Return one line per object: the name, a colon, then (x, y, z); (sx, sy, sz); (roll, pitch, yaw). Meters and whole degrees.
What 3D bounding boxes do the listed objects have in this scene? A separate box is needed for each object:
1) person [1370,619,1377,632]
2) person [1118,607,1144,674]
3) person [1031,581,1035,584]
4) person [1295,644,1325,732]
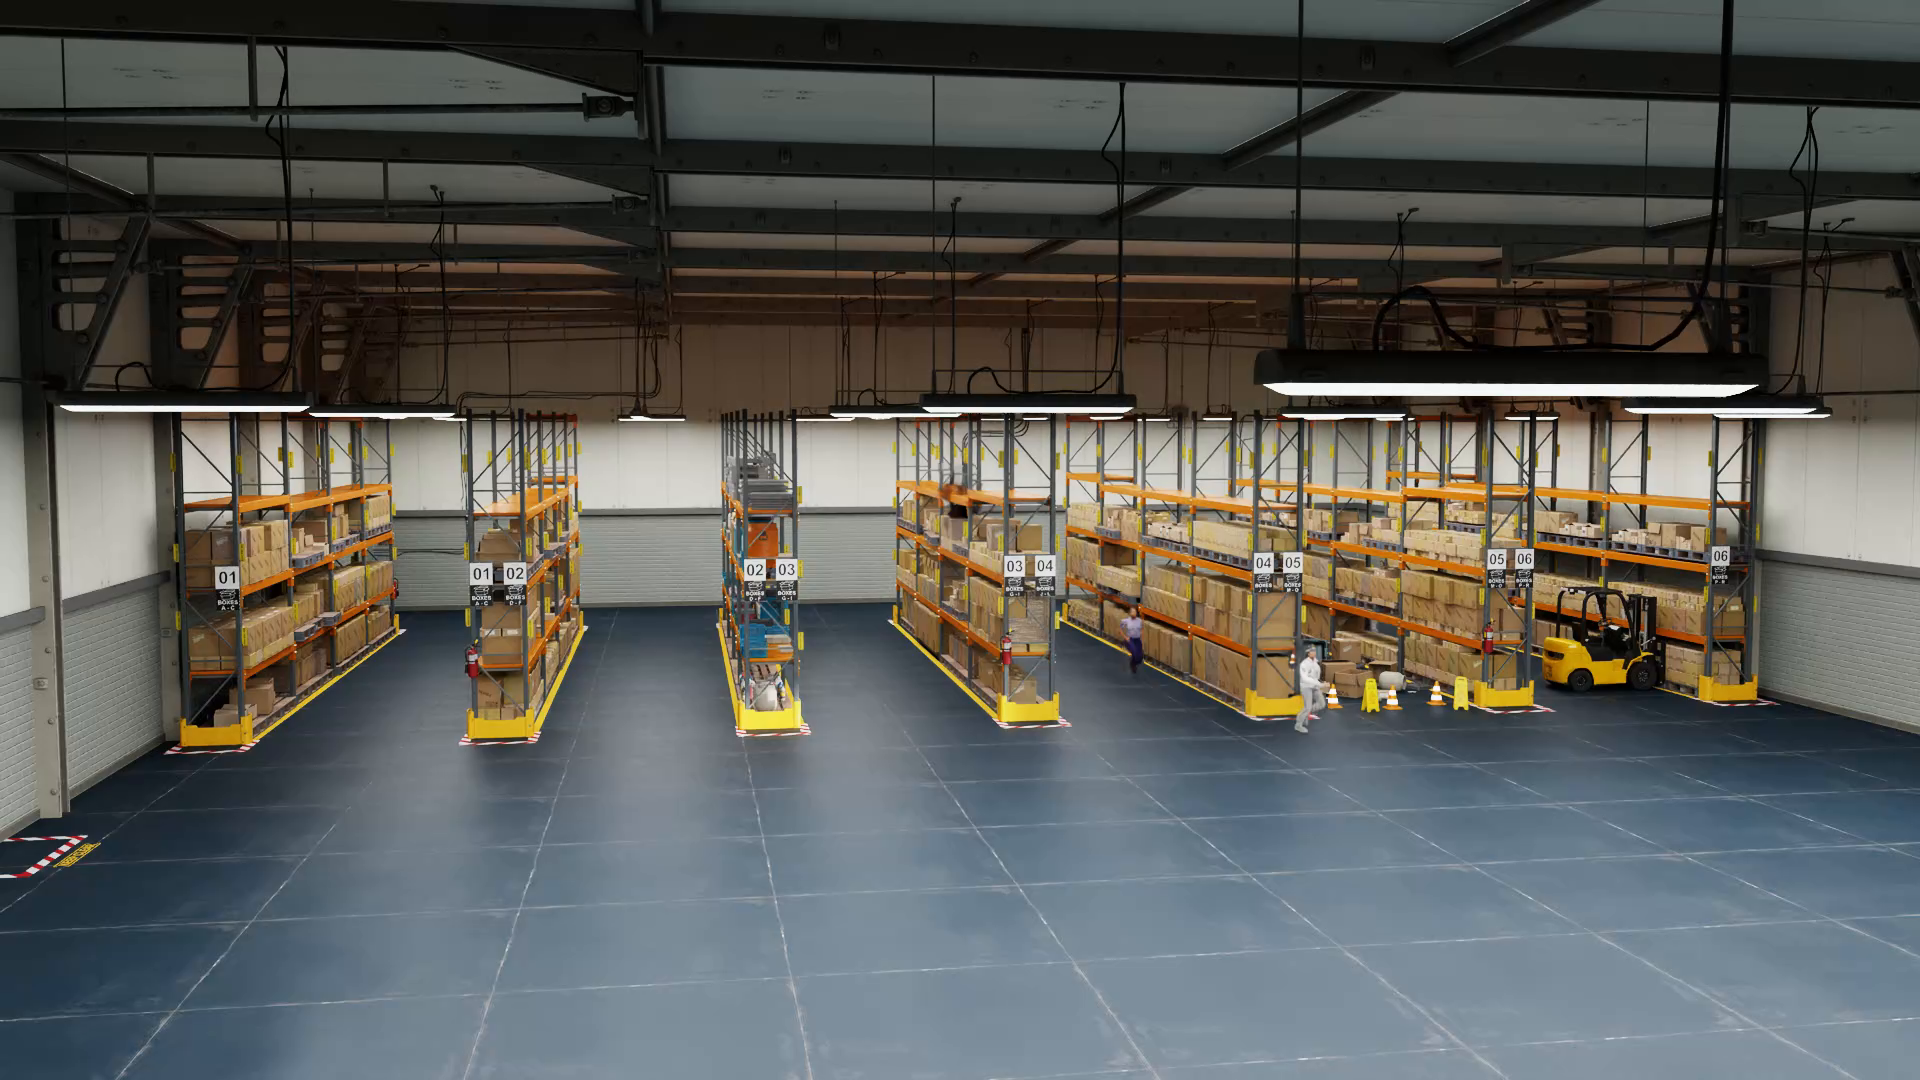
person: (10.996, 1.741, 44.407); (0.659, 1.822, 0.834); (-1, 4, -13)
person: (3.836, 2.254, 36.993); (0.614, 1.526, 0.725); (-1, 4, -15)
person: (2.103, 1.614, 46.568); (0.674, 1.764, 0.802); (-1, 4, -9)
person: (6.545, 2.743, 30.890); (0.644, 1.655, 0.654); (-4, 5, -41)
